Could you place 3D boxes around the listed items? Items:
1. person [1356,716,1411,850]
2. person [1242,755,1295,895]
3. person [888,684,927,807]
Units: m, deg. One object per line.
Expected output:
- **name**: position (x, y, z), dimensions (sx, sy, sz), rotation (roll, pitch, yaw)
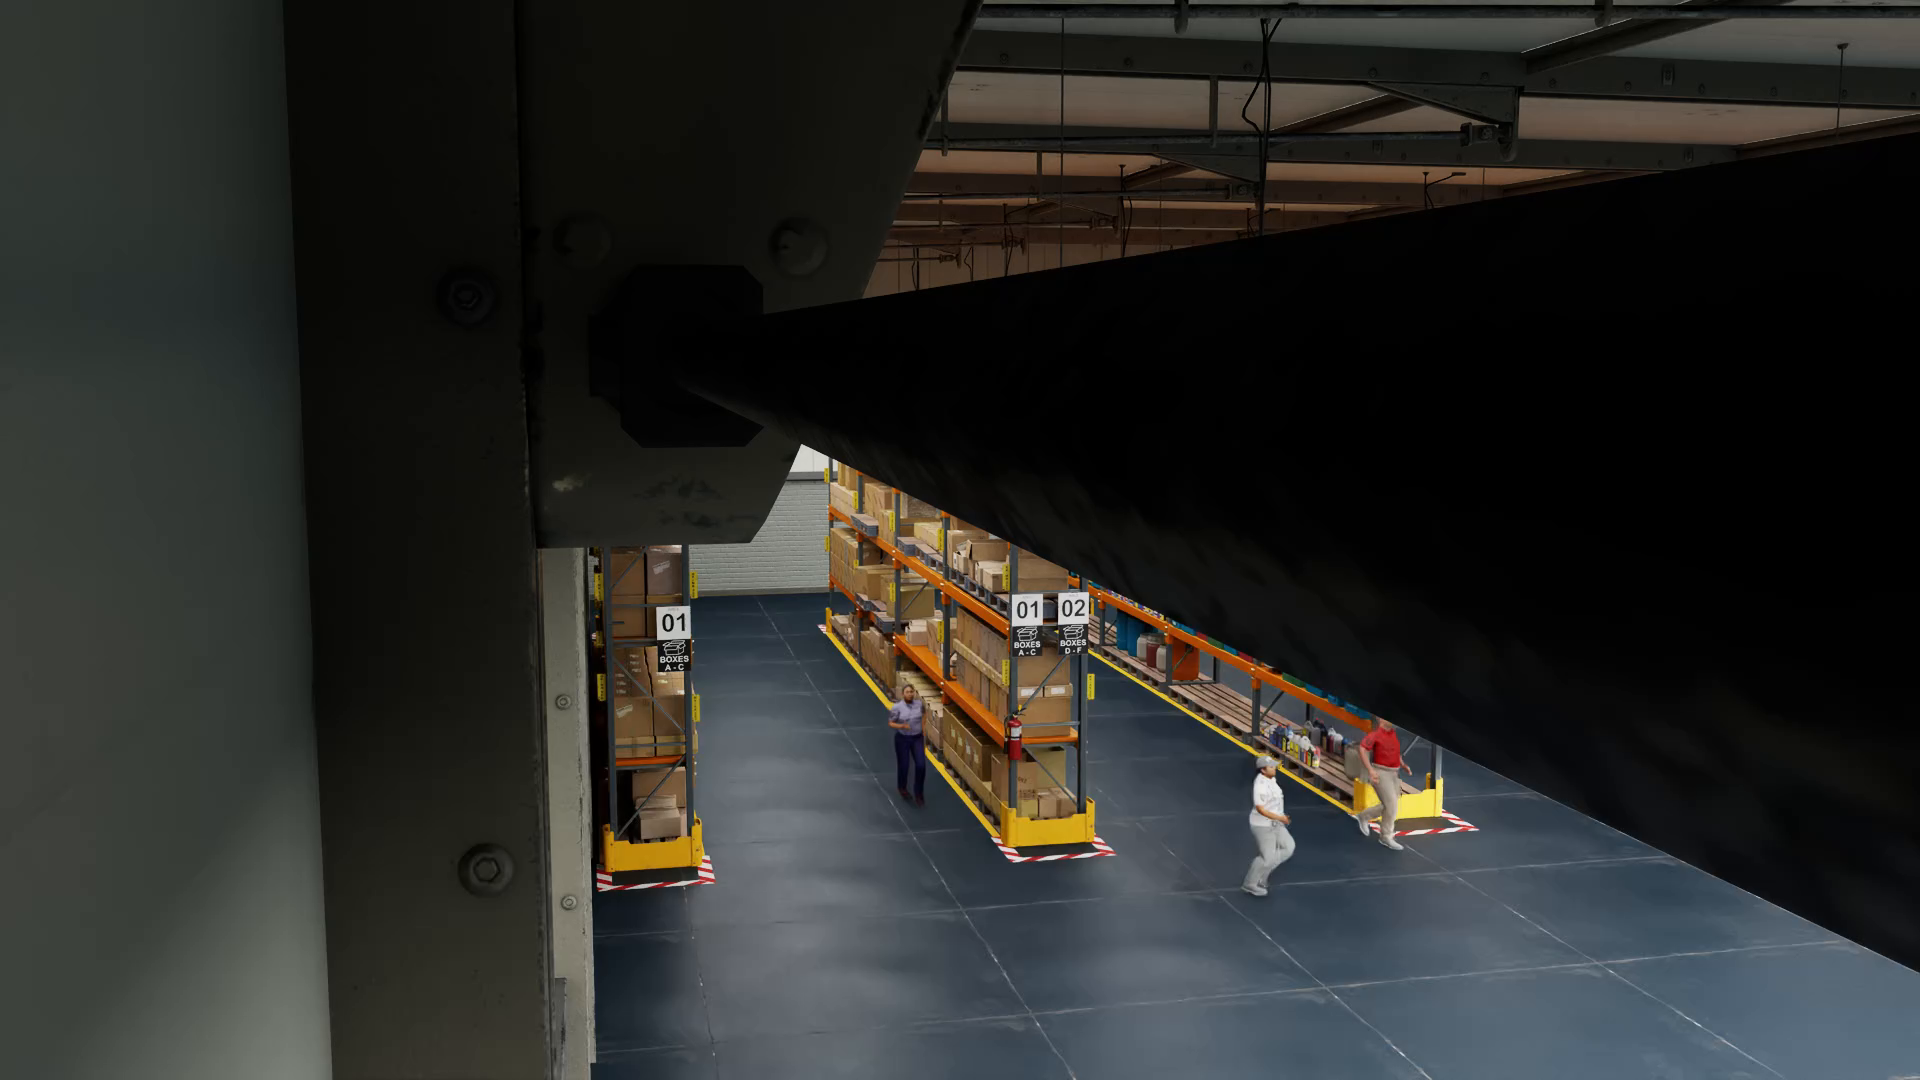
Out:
- **person**: position (5.396, 3.013, 21.088), dimensions (0.693, 1.701, 0.714), rotation (6, 9, 44)
- **person**: position (3.545, 3.263, 19.099), dimensions (0.570, 1.627, 0.618), rotation (3, 7, 21)
- **person**: position (-0.704, 2.817, 22.910), dimensions (0.583, 1.707, 0.746), rotation (-2, 7, -12)
